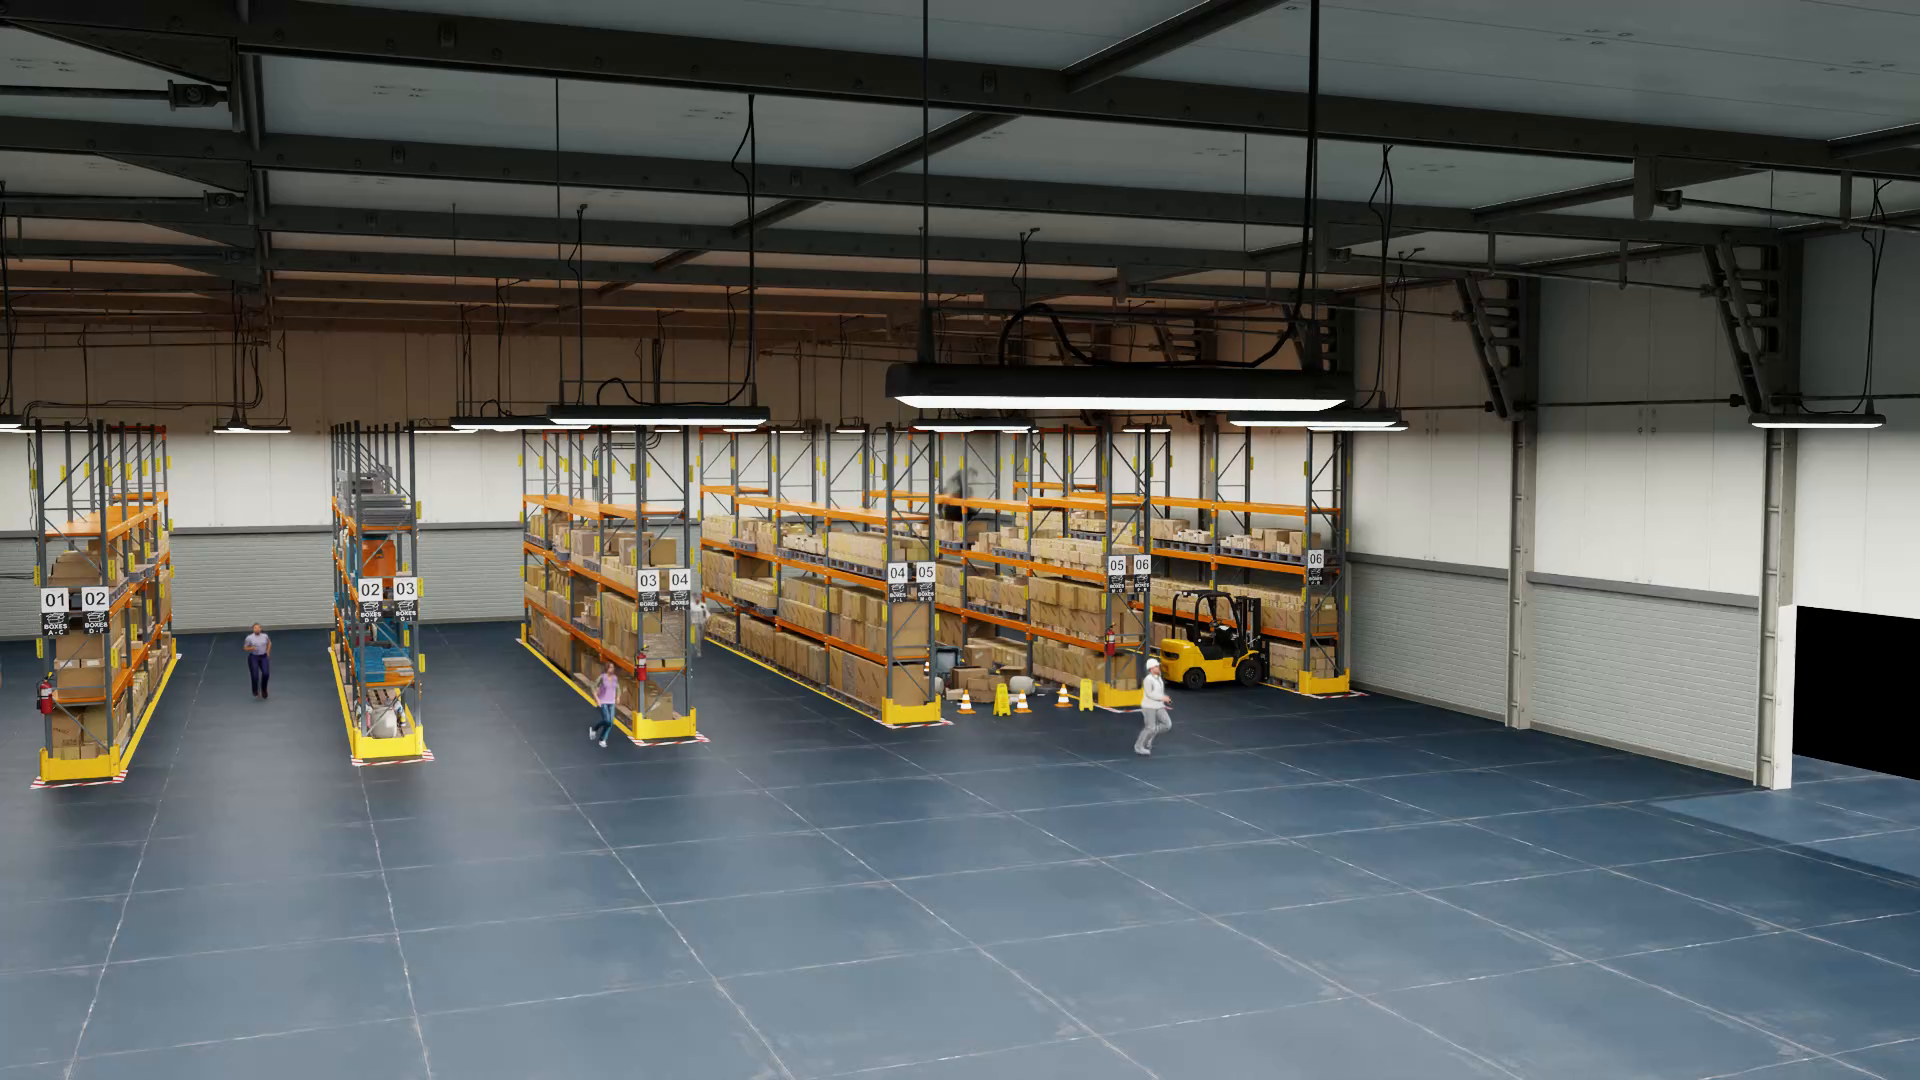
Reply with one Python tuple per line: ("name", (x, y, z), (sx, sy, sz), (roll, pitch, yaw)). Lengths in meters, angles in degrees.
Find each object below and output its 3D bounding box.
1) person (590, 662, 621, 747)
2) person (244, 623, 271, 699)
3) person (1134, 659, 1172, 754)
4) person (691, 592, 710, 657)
("person", (-6.539, 3.044, 30.821), (0.528, 1.578, 0.550), (3, 5, 44))
("person", (-15.302, 2.649, 36.258), (0.565, 1.676, 0.661), (-2, 4, -31))
("person", (3.501, 2.982, 29.859), (0.731, 1.724, 0.679), (2, 4, 31))
("person", (-6.824, 2.191, 43.354), (0.613, 1.687, 0.681), (-1, 4, -17))
